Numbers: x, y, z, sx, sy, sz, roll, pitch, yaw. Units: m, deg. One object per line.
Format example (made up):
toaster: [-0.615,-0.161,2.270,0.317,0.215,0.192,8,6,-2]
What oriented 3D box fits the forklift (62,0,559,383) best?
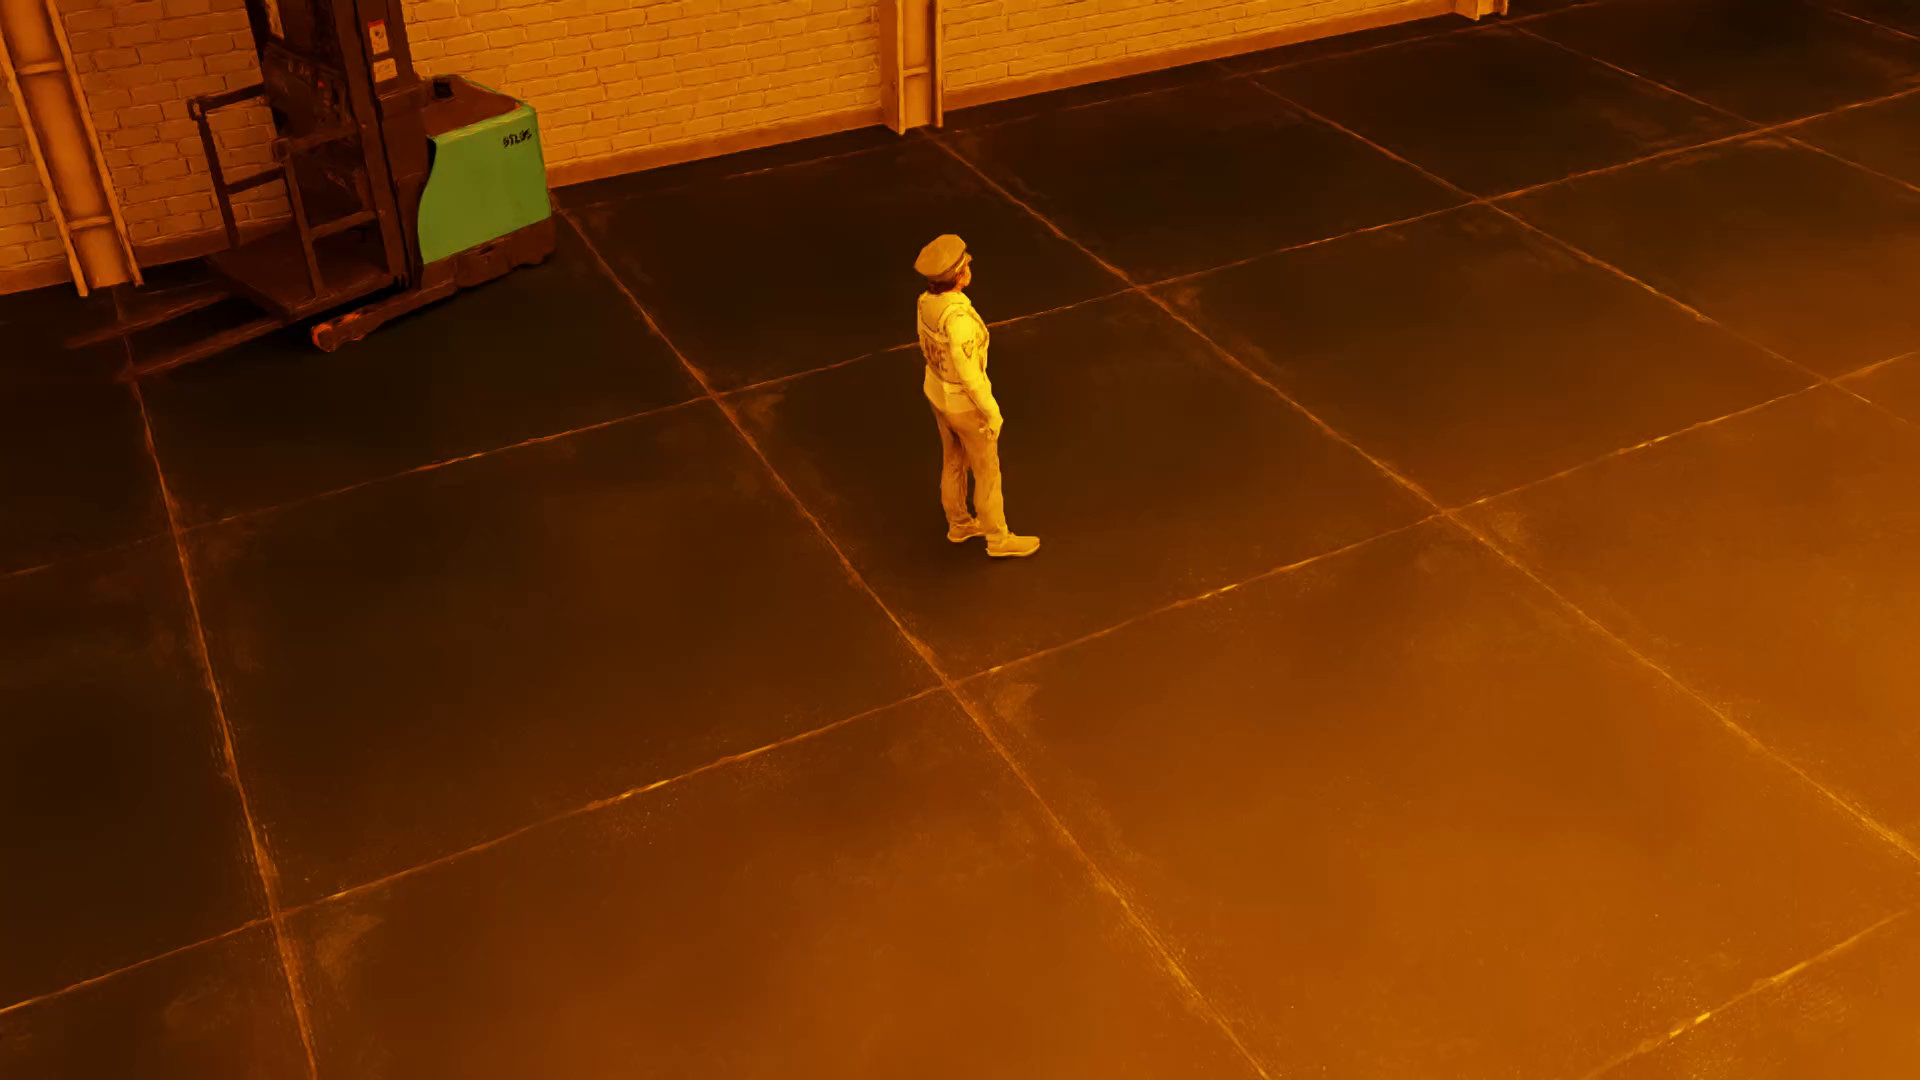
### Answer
forklift: [-4.102,-2.698,9.940,1.130,2.935,3.031,27,44,33]

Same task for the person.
person: [0.063,-0.713,8.190,0.533,1.695,0.586,-17,39,-23]
